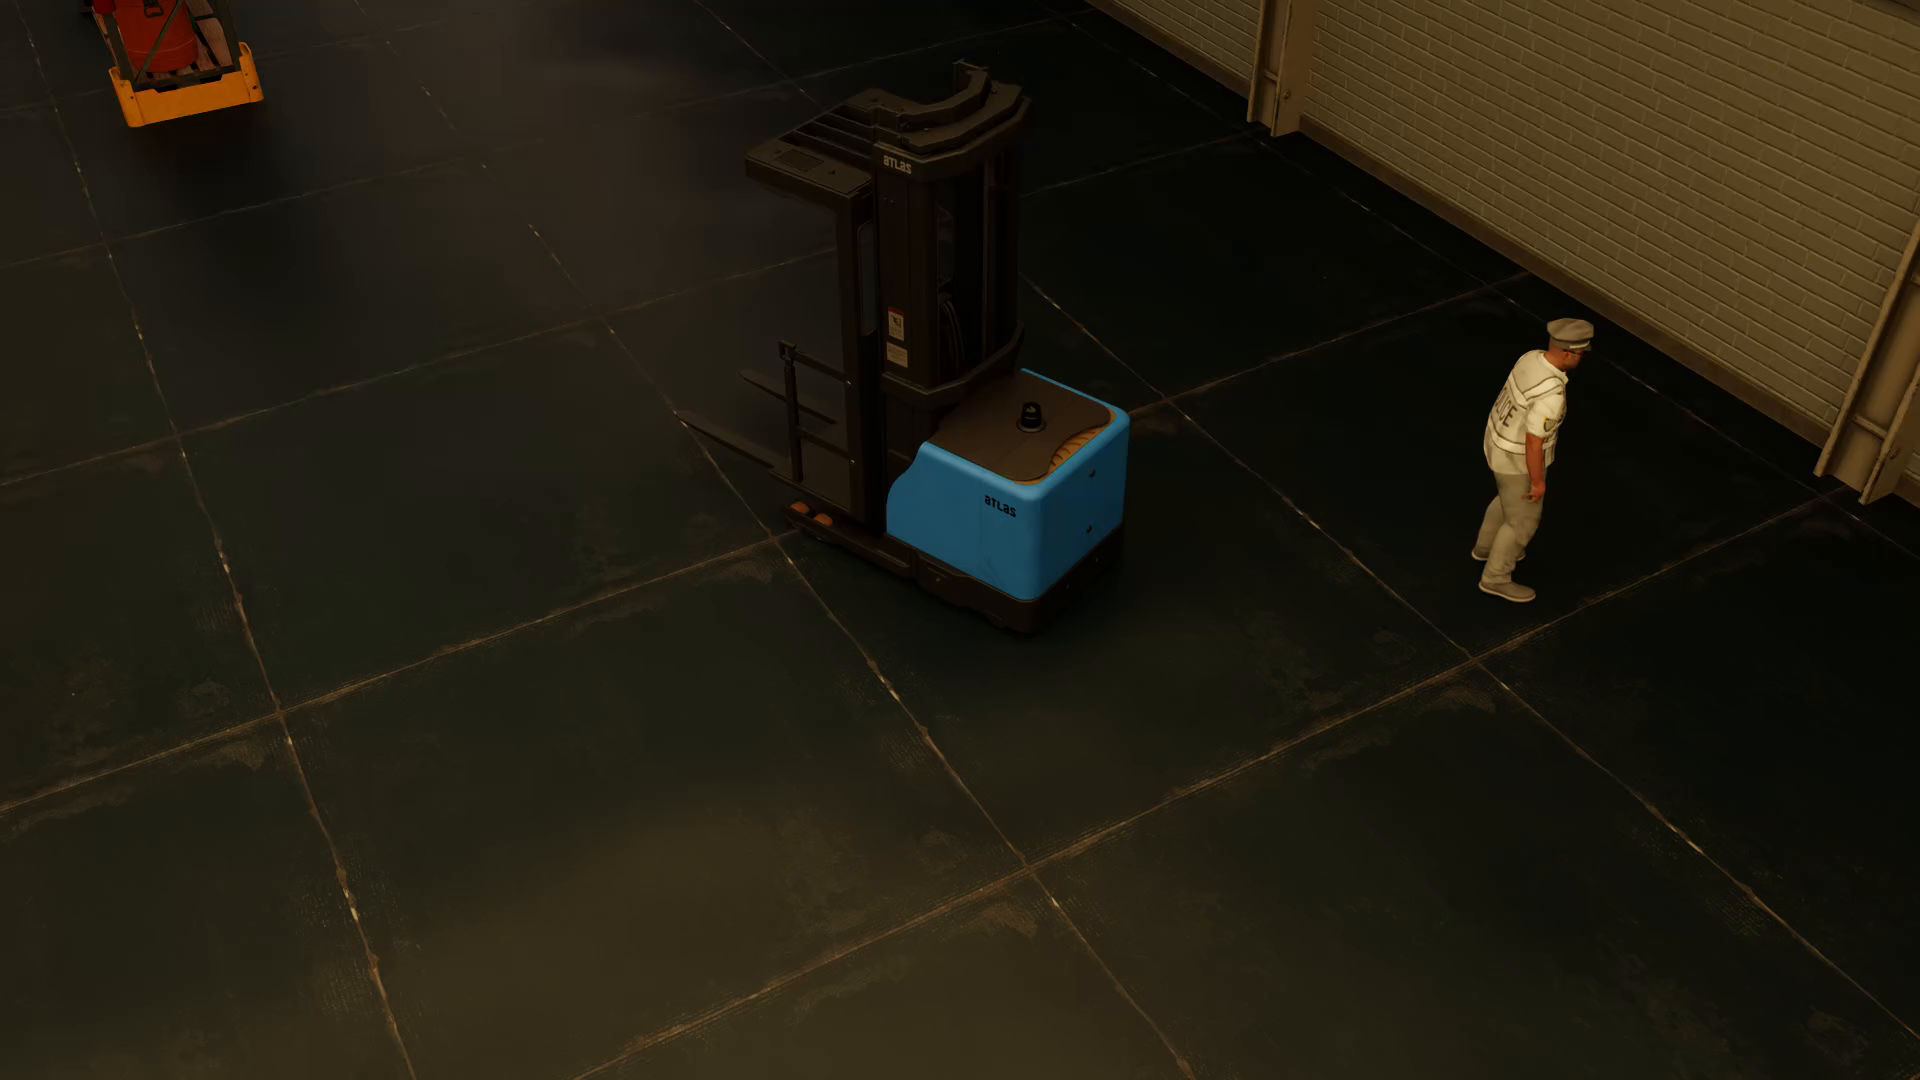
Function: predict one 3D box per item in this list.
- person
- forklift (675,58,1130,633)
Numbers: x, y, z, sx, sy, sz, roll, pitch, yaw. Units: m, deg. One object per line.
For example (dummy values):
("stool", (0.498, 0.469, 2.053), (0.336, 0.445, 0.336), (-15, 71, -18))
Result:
("person", (3.231, -0.484, 9.546), (0.440, 1.747, 0.585), (3, 40, 4))
("forklift", (-0.481, -1.366, 9.683), (3.031, 2.935, 1.130), (26, 46, 28))
